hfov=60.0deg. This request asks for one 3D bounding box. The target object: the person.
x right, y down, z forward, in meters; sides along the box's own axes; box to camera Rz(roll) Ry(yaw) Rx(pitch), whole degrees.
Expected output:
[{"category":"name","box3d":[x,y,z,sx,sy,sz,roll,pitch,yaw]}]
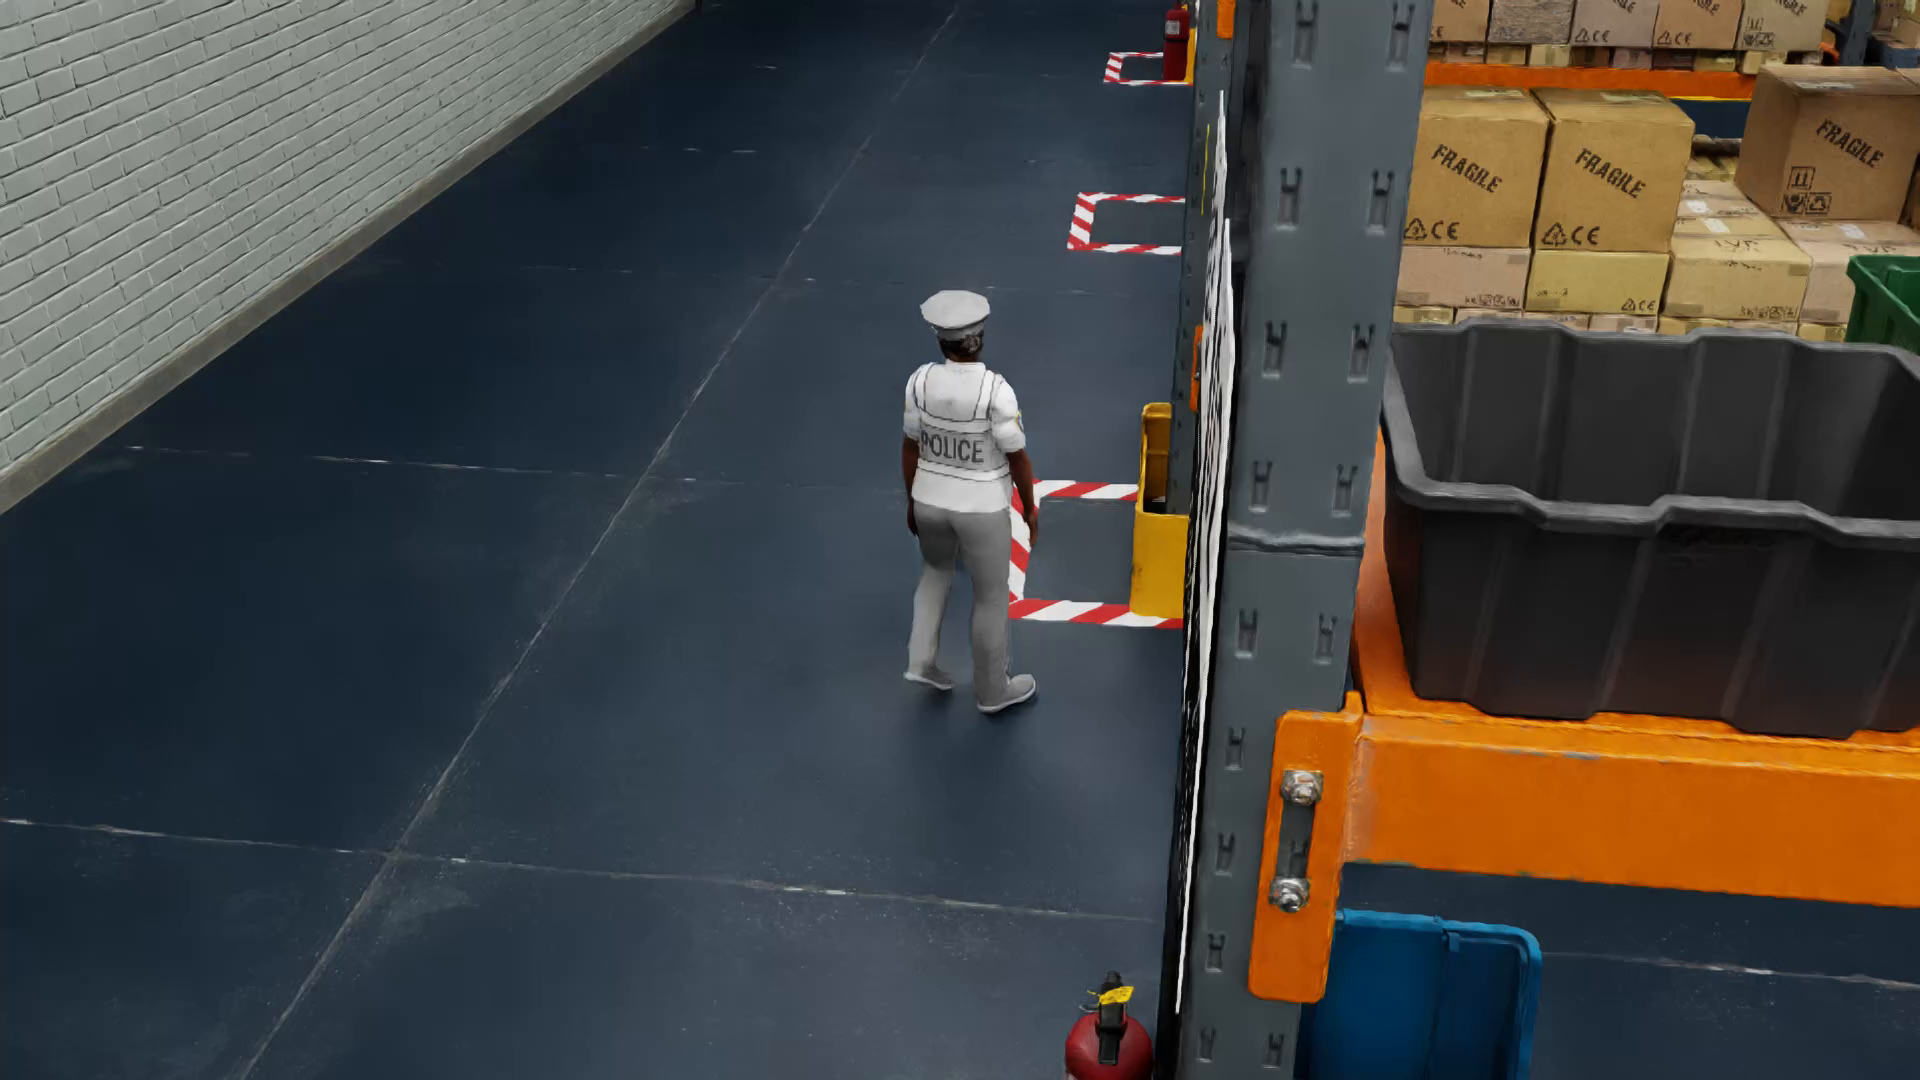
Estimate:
[{"category":"person","box3d":[0.019,-0.102,6.284,0.508,1.654,0.409,13,31,23]}]
